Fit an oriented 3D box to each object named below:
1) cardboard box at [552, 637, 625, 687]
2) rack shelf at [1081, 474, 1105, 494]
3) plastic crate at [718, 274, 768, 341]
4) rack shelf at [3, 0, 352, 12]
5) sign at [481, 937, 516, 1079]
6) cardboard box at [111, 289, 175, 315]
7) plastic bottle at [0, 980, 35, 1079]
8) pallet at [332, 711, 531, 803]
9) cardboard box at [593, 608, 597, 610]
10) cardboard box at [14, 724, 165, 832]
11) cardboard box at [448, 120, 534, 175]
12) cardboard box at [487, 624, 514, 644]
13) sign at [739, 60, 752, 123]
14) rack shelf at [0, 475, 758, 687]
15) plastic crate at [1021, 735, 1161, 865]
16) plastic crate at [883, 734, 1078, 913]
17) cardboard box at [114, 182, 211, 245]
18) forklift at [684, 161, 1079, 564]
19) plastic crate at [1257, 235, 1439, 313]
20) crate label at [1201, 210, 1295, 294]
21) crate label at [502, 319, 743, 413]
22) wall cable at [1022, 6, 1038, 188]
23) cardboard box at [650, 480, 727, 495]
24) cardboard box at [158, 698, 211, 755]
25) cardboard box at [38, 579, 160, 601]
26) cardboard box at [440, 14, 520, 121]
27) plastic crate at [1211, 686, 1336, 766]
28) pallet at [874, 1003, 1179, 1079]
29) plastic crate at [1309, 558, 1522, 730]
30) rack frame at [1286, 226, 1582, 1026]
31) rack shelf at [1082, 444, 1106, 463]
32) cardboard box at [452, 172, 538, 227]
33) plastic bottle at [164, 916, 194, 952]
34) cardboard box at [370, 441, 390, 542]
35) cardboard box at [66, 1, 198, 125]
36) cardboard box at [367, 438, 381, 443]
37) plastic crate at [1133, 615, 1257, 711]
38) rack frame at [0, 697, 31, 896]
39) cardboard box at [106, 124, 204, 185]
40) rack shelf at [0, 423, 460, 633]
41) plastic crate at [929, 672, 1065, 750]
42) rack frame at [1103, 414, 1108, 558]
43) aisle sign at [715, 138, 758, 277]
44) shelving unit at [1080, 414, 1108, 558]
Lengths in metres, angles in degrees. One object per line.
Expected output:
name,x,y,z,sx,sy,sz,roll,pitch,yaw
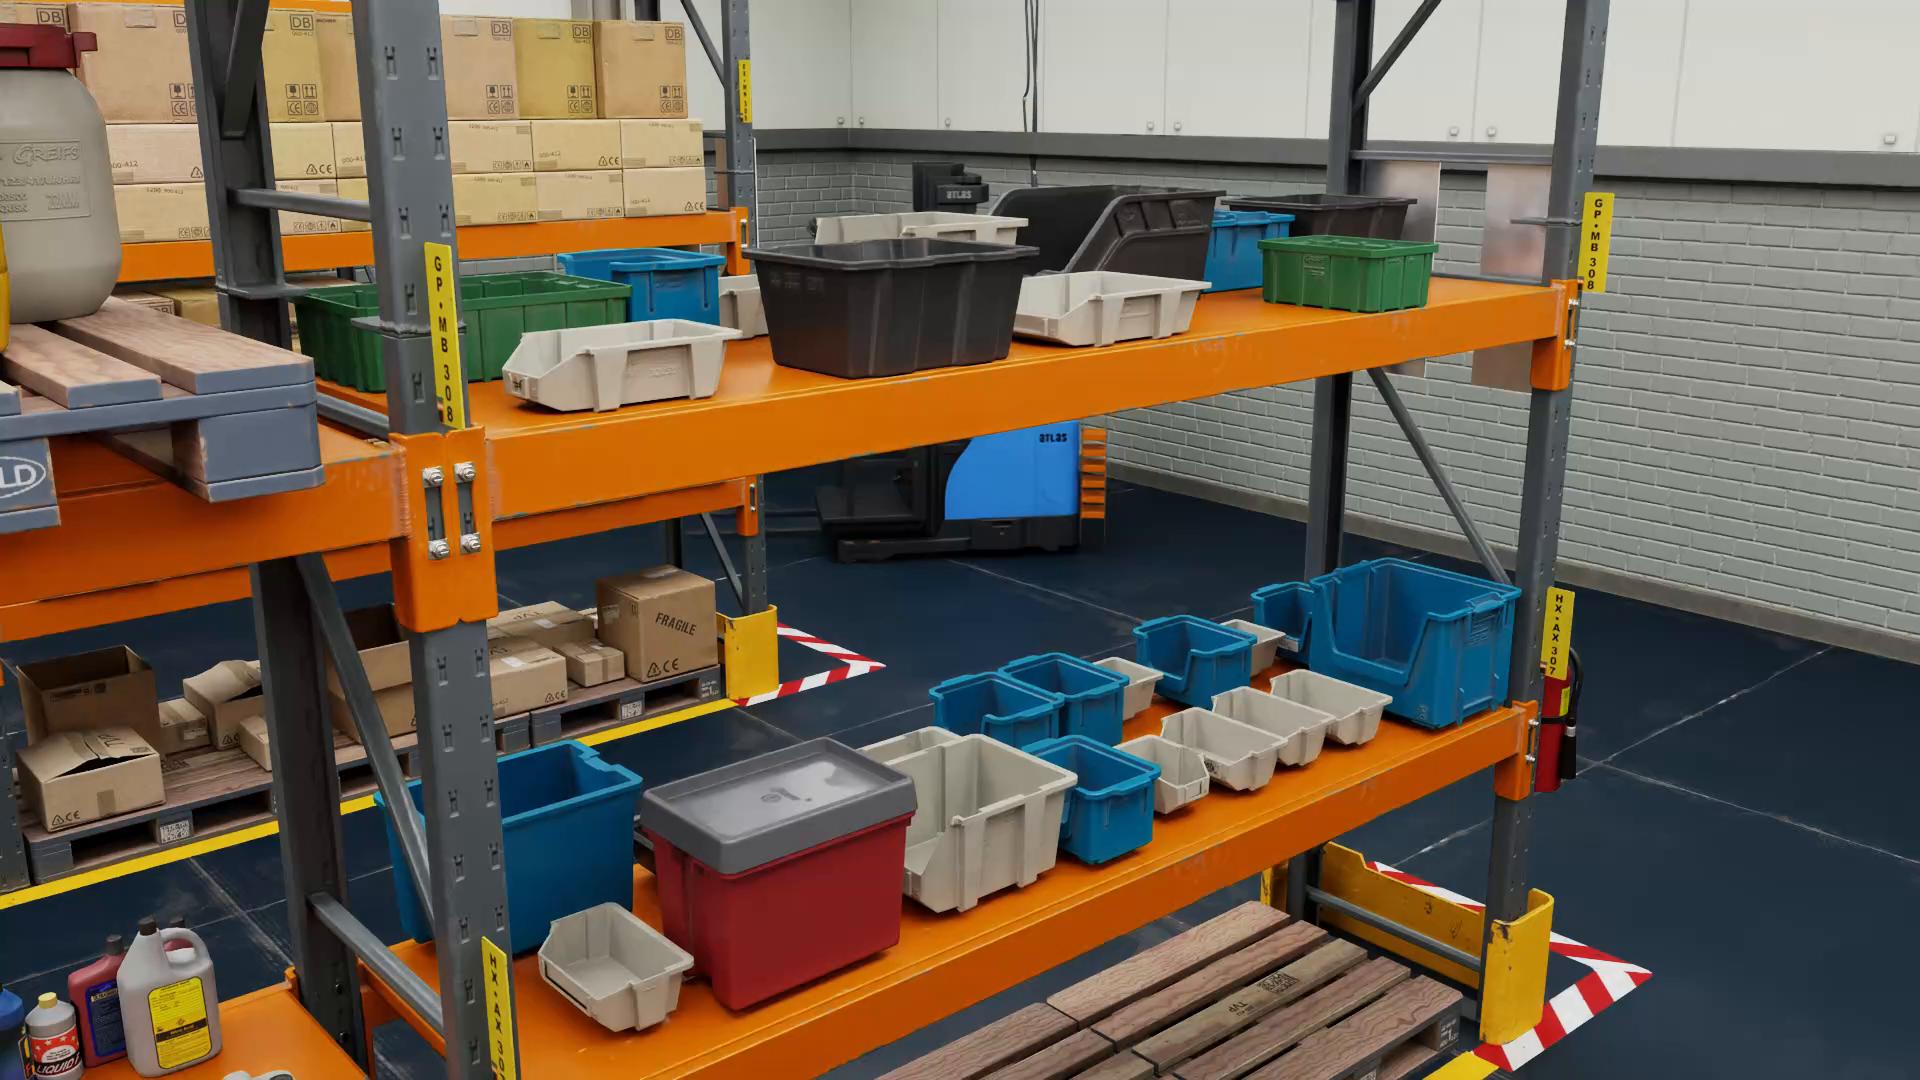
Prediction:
cardboard box,-2.124,0.688,9.500,0.250,0.166,0.380,-13,19,-39
rack shelf,1.020,-0.430,12.704,0.180,0.103,0.258,1,15,5
plastic crate,-0.570,-0.628,4.489,0.466,0.136,0.293,-13,19,-39
rack shelf,-6.274,-3.642,11.617,4.000,0.370,1.077,-13,19,-39
sign,-0.920,0.957,3.320,0.005,0.325,0.100,-13,19,-39
cardboard box,-6.266,-1.427,12.199,0.700,0.700,0.980,-14,20,-42
plastic bottle,-2.085,1.086,3.620,0.097,0.271,0.097,0,15,0
pallet,-3.088,1.041,8.943,1.213,0.211,1.003,-13,19,-39
cardboard box,-2.052,0.509,10.203,0.250,0.149,0.380,-13,19,-39
cardboard box,-4.069,1.075,7.769,0.500,0.311,0.500,-13,19,-39
cardboard box,-2.487,-1.973,8.332,0.500,0.250,0.500,-13,19,-39
cardboard box,-2.861,0.663,9.433,0.500,0.250,0.500,-13,19,-39
sign,-1.161,-2.425,8.989,0.005,0.325,0.100,-13,19,-39
rack shelf,-3.019,0.027,8.732,4.000,0.370,1.077,-13,19,-39
plastic crate,0.357,0.755,4.819,0.300,0.233,0.416,-13,19,-39
plastic crate,-0.006,0.788,4.599,0.530,0.282,0.437,-13,19,-39
cardboard box,-3.619,-1.477,7.445,0.500,0.250,0.500,-13,19,-39
forklift,-0.639,-1.384,12.752,3.031,2.935,1.130,-2,15,-8
plastic crate,1.182,-0.819,5.101,0.336,0.188,0.450,-13,19,-39
crate label,0.830,-0.979,5.577,0.502,0.251,0.408,-13,19,-39
crate label,-0.720,-0.366,3.504,0.466,0.136,0.293,-13,19,-39
wall cable,-0.264,-3.910,16.468,0.112,2.526,3.097,-13,19,-39
cardboard box,-1.670,-0.579,9.412,0.500,0.500,0.500,-12,19,-38
cardboard box,-4.041,0.956,8.531,0.250,0.149,0.380,-13,19,-39
cardboard box,-3.965,-0.064,7.482,0.500,0.500,0.500,-12,19,-38
cardboard box,-2.627,-2.376,8.390,0.500,0.500,0.700,-13,19,-39
plastic crate,1.014,0.623,5.498,0.243,0.136,0.396,-13,19,-39
pallet,0.171,1.990,5.390,1.213,0.211,1.003,-13,19,-39
plastic crate,1.608,0.352,5.934,0.499,0.435,0.616,-13,19,-39
rack frame,1.738,0.305,6.295,0.127,3.000,1.000,-13,19,-39
rack shelf,1.020,-0.661,12.642,0.180,0.103,0.258,1,15,5
cardboard box,-2.478,-1.728,8.386,0.500,0.250,0.500,-13,19,-39
plastic bottle,-1.836,1.018,3.851,0.133,0.283,0.061,-13,19,-39
cardboard box,-2.819,-0.322,8.448,0.500,0.500,0.500,-13,20,-40
cardboard box,-3.716,-2.110,7.391,0.500,0.500,0.700,-13,19,-39
cardboard box,-2.822,-0.801,8.304,0.500,0.500,0.500,-12,19,-38
plastic crate,0.839,0.446,5.974,0.300,0.233,0.416,-13,19,-39
rack frame,-4.528,0.018,7.370,0.127,3.000,1.000,-13,19,-39
cardboard box,-3.622,-1.719,7.384,0.500,0.250,0.500,-13,19,-39
rack shelf,-2.788,0.220,2.195,4.000,0.370,1.077,-13,19,-39
plastic crate,0.116,0.609,5.366,0.300,0.233,0.416,-13,19,-39
rack frame,1.111,-0.470,12.685,0.006,1.200,0.240,1,15,5
aisle sign,-1.258,-1.868,9.392,0.004,0.787,0.394,-13,19,-39
shelving unit,1.020,-0.472,12.693,0.189,1.200,0.258,1,15,5
